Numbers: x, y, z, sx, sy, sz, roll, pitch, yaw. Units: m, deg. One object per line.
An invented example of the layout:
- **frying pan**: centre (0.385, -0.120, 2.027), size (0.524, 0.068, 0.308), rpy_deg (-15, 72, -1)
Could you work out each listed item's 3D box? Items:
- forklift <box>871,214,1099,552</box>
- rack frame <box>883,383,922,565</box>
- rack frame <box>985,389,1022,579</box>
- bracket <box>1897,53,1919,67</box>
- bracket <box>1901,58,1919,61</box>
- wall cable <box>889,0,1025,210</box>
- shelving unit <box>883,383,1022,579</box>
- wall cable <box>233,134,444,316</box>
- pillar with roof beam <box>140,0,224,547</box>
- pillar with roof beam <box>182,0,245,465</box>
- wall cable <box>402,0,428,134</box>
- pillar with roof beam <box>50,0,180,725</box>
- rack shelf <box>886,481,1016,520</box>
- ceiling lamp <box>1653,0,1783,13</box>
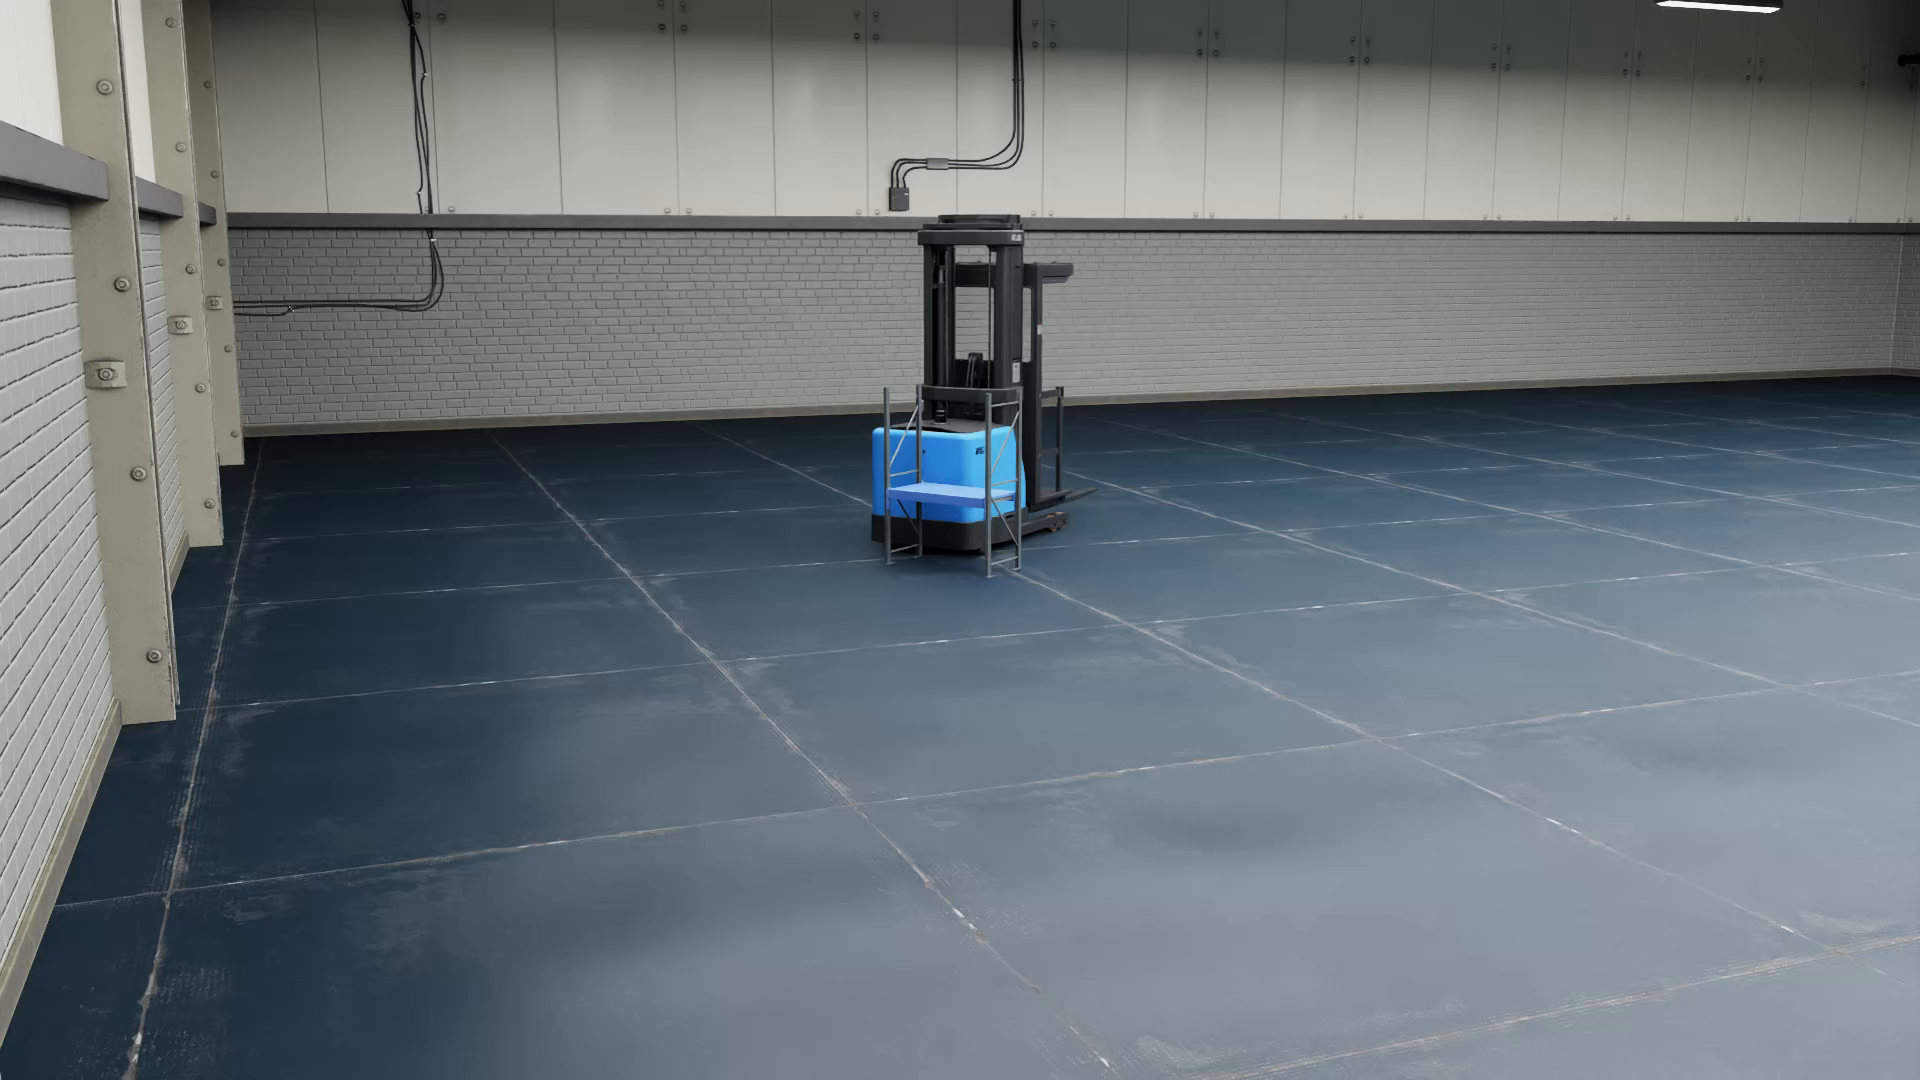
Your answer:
- **forklift**: centre (0.379, -1.551, 15.598), size (1.130, 2.935, 3.031), rpy_deg (6, 12, 29)
- **rack frame**: centre (-0.482, -0.564, 14.138), size (0.032, 1.500, 0.500), rpy_deg (7, 12, 34)
- **rack frame**: centre (0.356, -0.463, 13.571), size (0.032, 1.500, 0.500), rpy_deg (7, 12, 34)
- **bracket**: centre (18.979, -9.589, 33.186), size (0.235, 0.232, 0.430), rpy_deg (-4, 11, -21)
- **bracket**: centre (19.193, -9.493, 32.644), size (0.076, 0.066, 3.189), rpy_deg (-4, 11, -21)
- **wall cable**: centre (-0.021, -8.225, 26.084), size (2.305, 6.003, 0.169), rpy_deg (-4, 11, -21)
- **shelving unit**: centre (-0.063, -0.514, 13.854), size (1.048, 1.500, 0.538), rpy_deg (7, 12, 34)
- **wall cable**: centre (-8.875, -4.422, 23.281), size (3.097, 2.526, 0.112), rpy_deg (-4, 11, -21)
- **pillar with roof beam**: centre (-2.854, -4.680, 15.864), size (9.100, 9.000, 0.400), rpy_deg (-4, 11, -21)
- **pillar with roof beam**: centre (-5.028, -5.659, 21.370), size (9.100, 9.000, 0.400), rpy_deg (-4, 11, -21)
- **wall cable**: centre (-6.354, -7.080, 23.804), size (3.097, 2.526, 0.112), rpy_deg (-4, 11, -21)
- **pillar with roof beam**: centre (-0.679, -3.700, 10.358), size (9.100, 9.000, 0.400), rpy_deg (-4, 11, -21)
- **rack shelf**: centre (-0.063, -0.336, 13.886), size (1.000, 0.185, 0.538), rpy_deg (7, 12, 34)
- **ceiling lamp**: centre (10.254, -8.848, 22.627), size (2.000, 3.185, 0.800), rpy_deg (-4, 11, -21)
